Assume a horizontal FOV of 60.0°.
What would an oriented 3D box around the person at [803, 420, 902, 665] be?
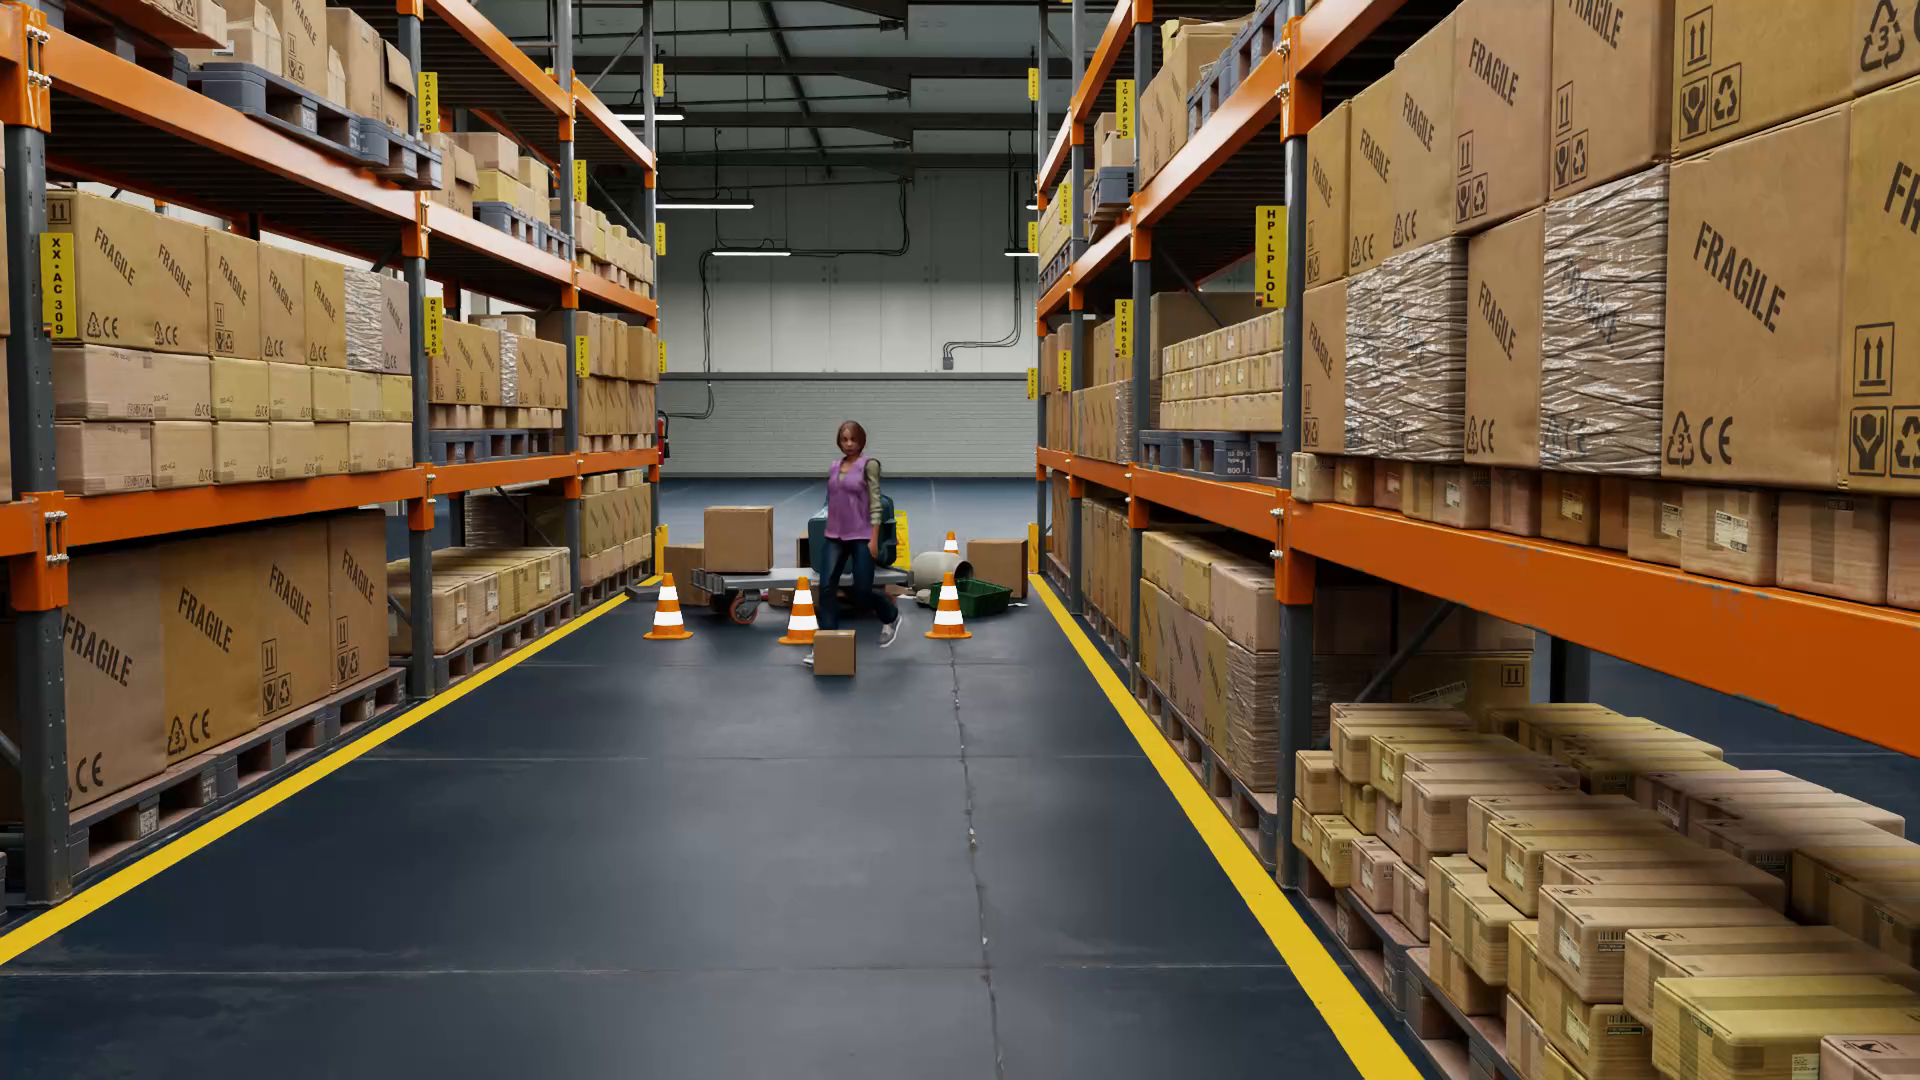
[{"bbox_3d":[-0.716,0.004,10.756,0.435,1.554,0.788,2,5,29],"label":"person"}]
